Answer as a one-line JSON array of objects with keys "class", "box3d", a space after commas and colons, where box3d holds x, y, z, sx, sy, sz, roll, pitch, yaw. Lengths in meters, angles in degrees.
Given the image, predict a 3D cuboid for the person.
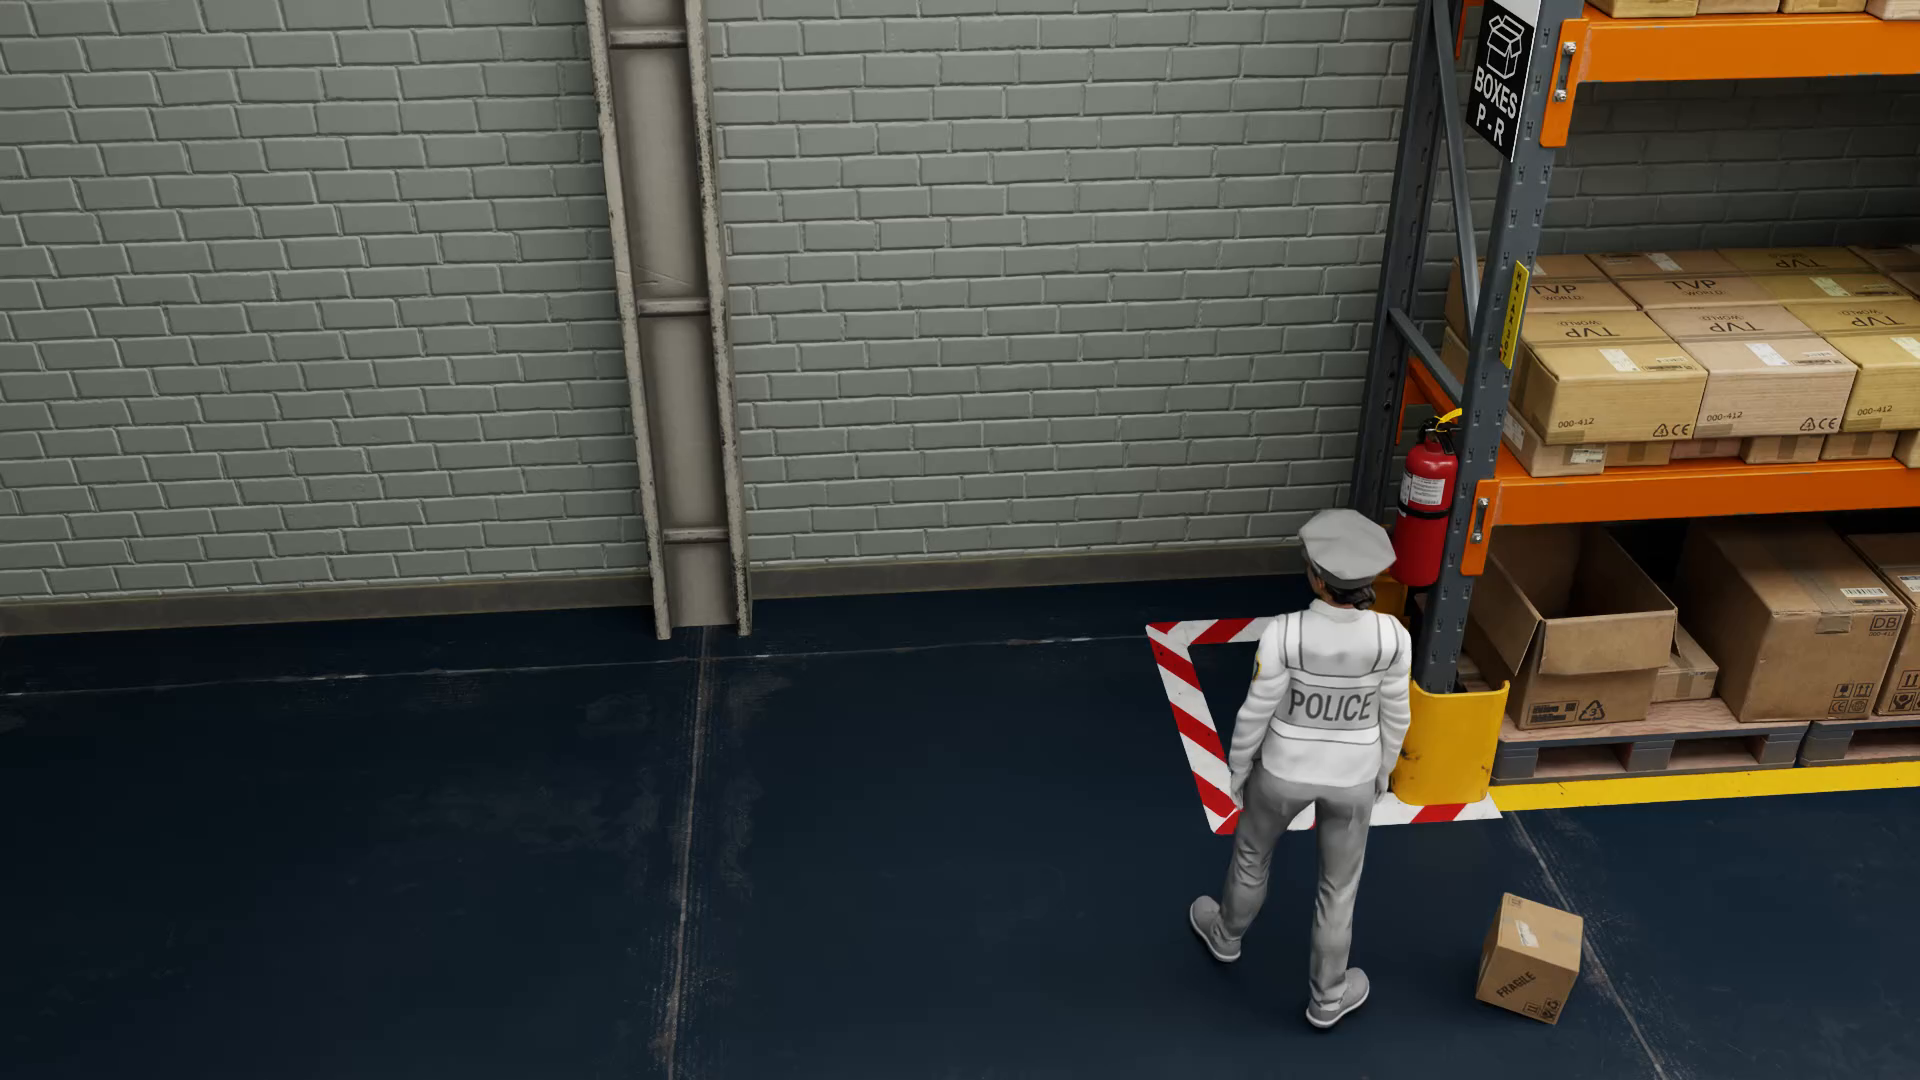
[{"class": "person", "box3d": [13.038, 1.099, 0.256, 25.355, 5.850, 6.398, 3, 31, 5]}]
